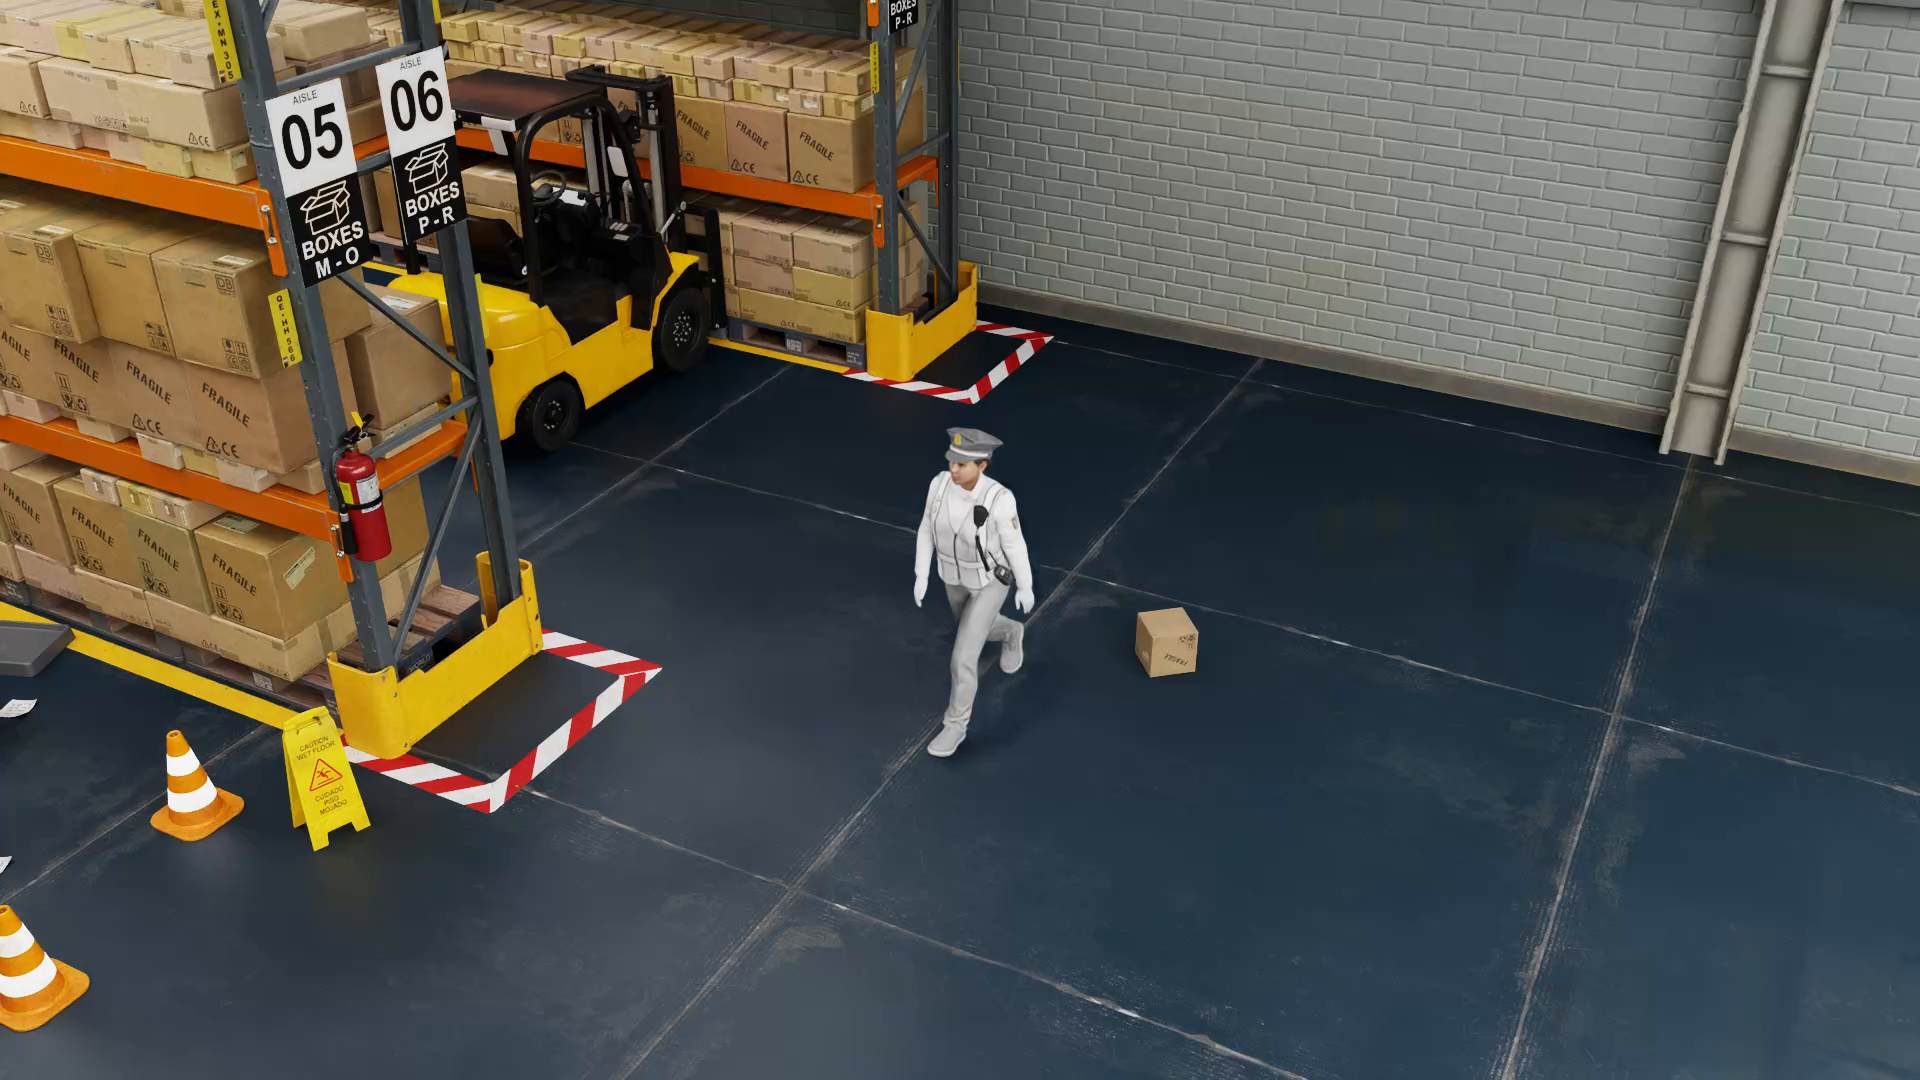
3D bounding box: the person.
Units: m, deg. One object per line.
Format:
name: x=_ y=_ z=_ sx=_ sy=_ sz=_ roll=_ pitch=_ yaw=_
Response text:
person: x=0.086 y=0.148 z=8.024 sx=0.552 sy=1.628 sz=0.999 roll=18 pitch=35 yaw=28
